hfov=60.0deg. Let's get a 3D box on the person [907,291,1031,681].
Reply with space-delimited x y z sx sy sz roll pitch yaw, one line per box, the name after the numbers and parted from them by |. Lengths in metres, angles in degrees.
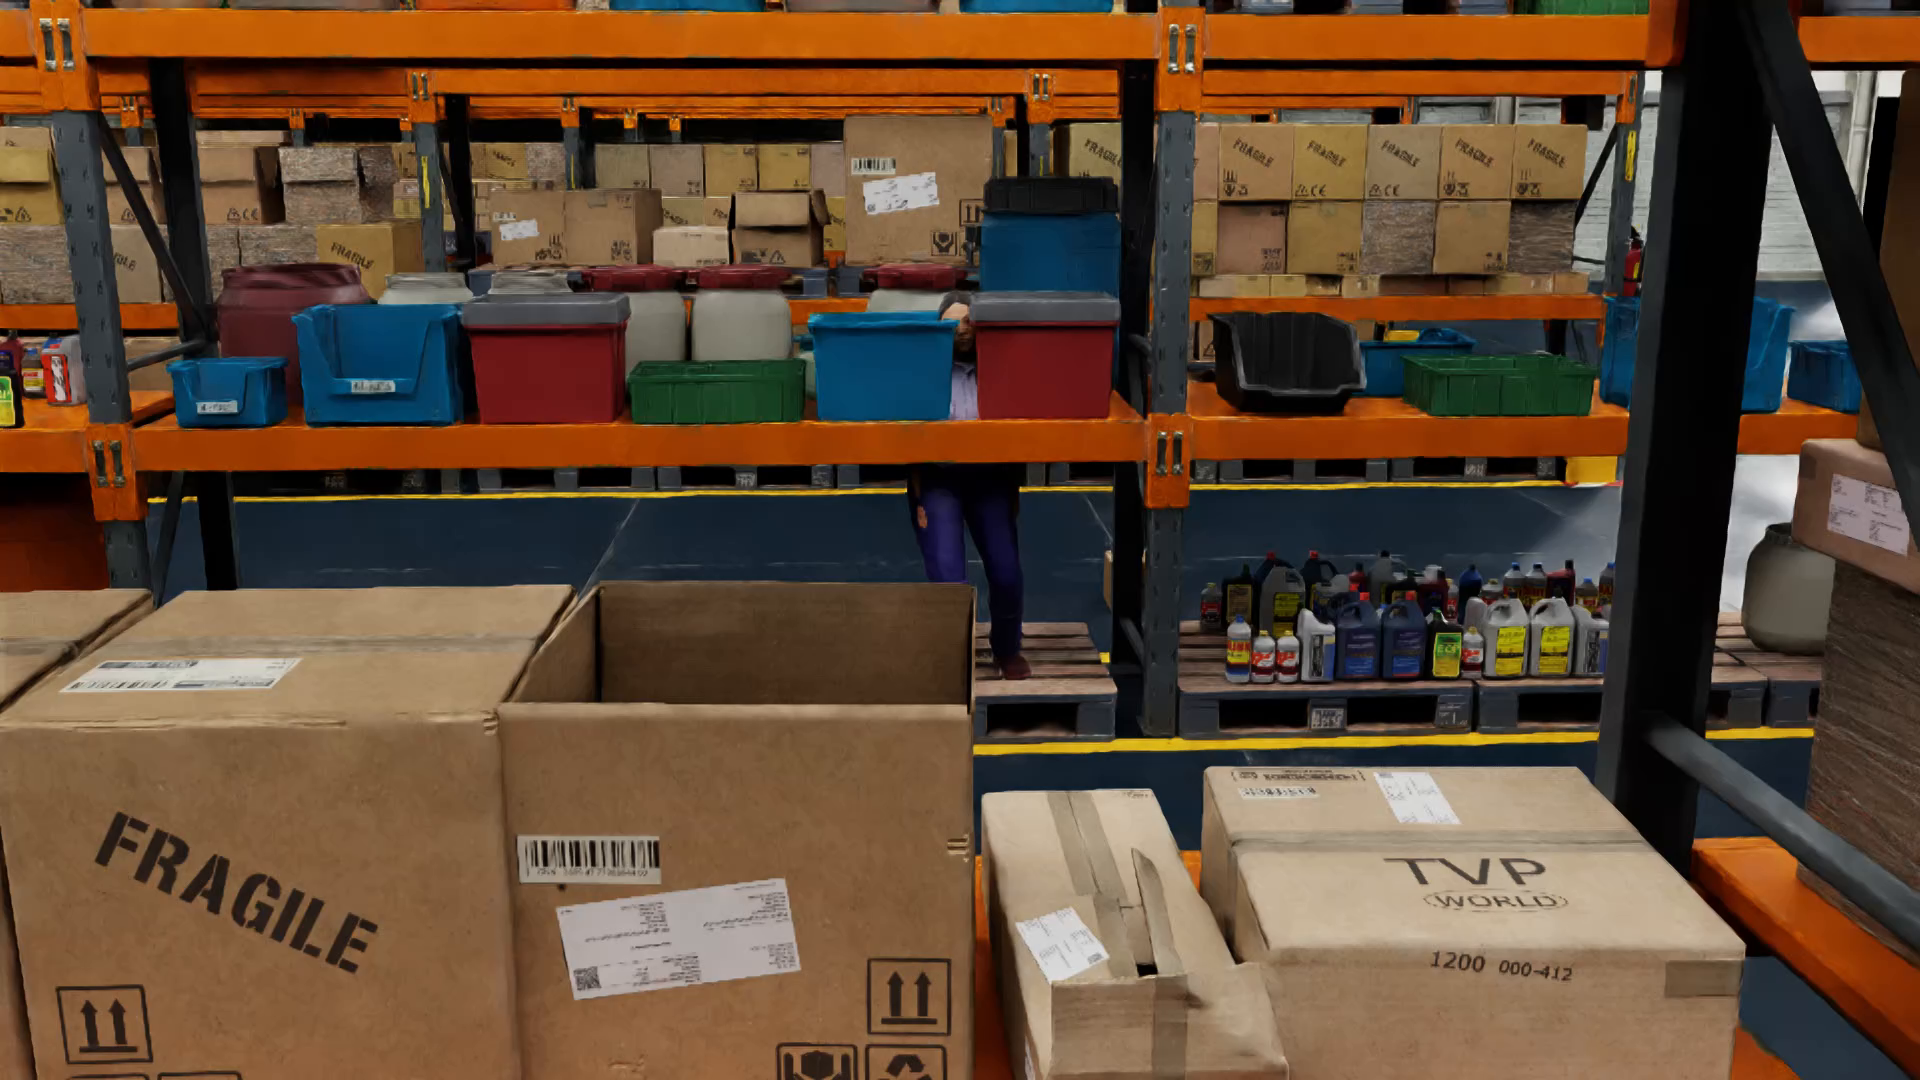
0.042 -0.194 6.642 0.503 1.567 0.434 -3 14 -13 | person
